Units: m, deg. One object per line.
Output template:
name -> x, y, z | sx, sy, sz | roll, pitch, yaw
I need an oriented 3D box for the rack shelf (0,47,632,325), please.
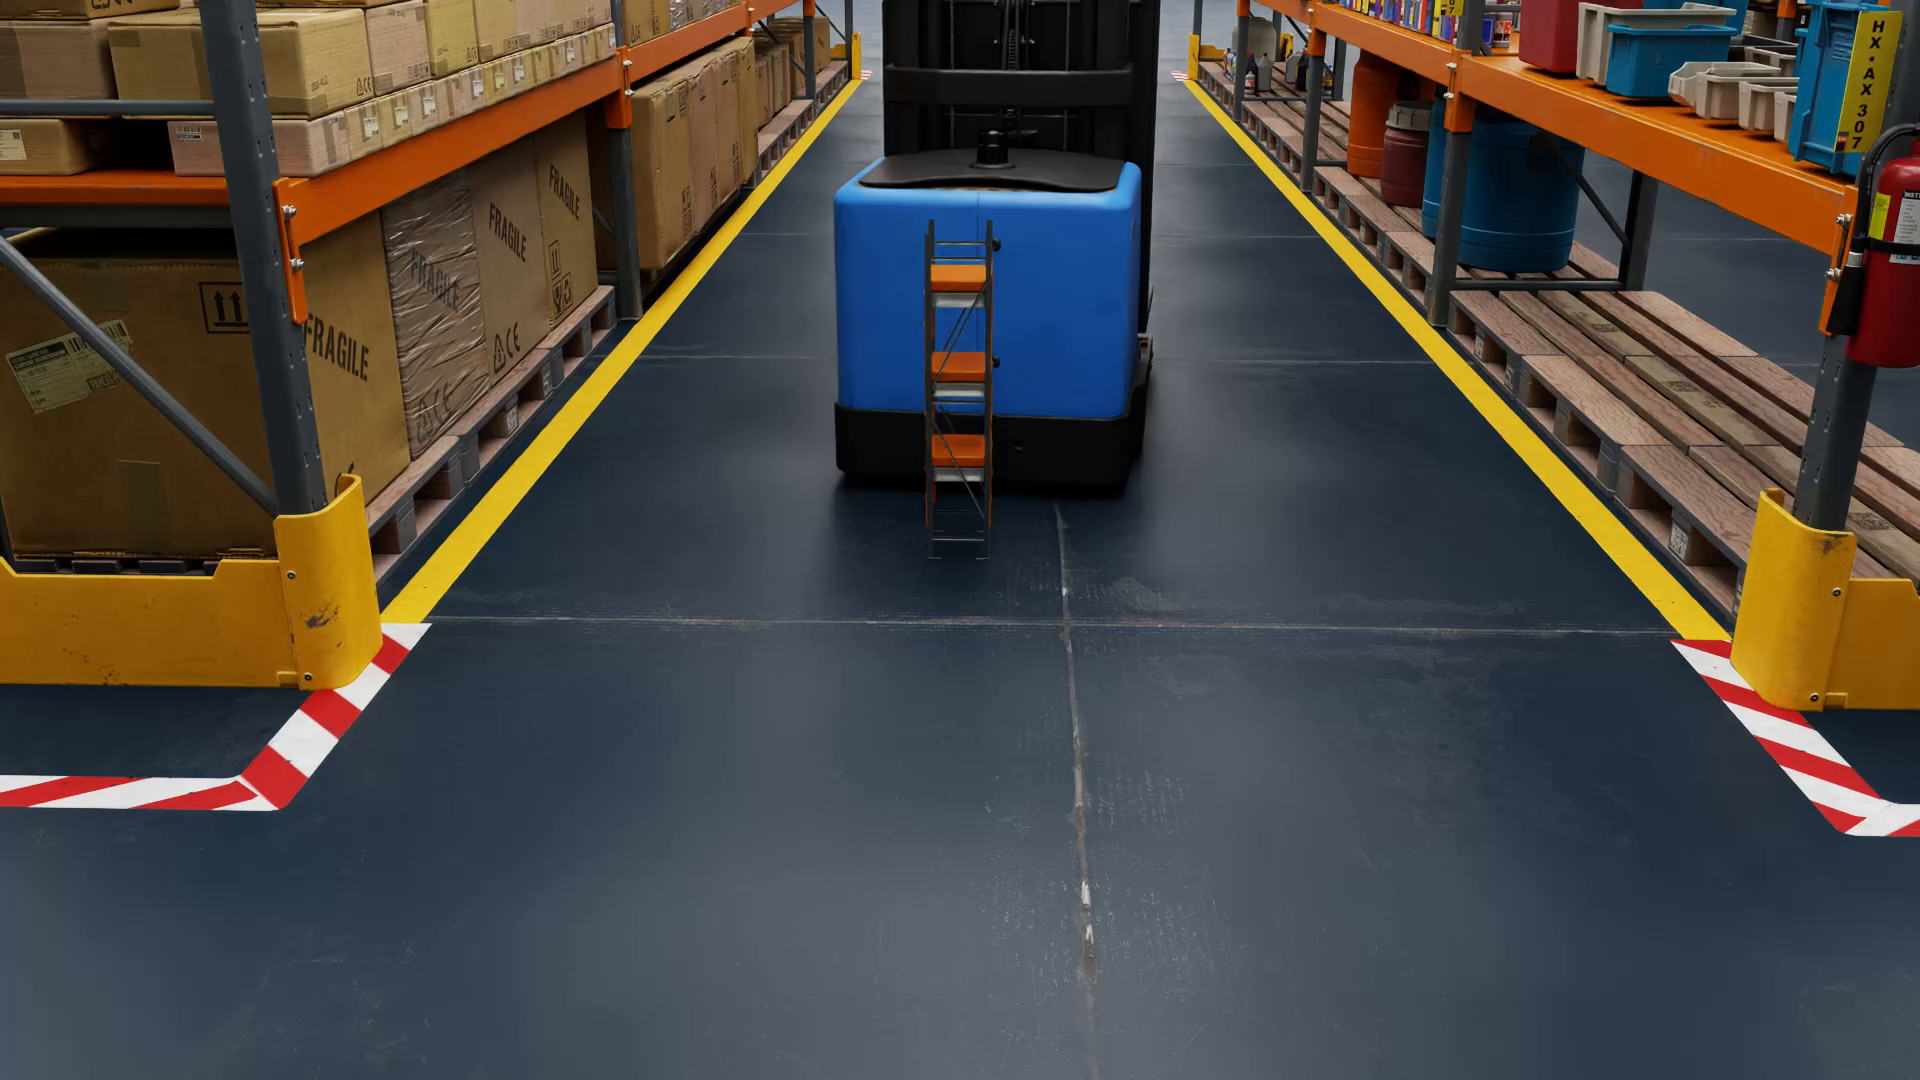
rack shelf -> -2.173, -1.456, 6.130 | 1.077, 0.370, 4.000 | 1, 21, 2

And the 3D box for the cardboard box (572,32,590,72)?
cardboard box -> -1.809, -2.098, 7.137 | 0.380, 0.149, 0.250 | 0, 21, 1

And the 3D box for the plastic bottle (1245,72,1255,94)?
plastic bottle -> 2.782, -4.388, 15.952 | 0.097, 0.201, 0.097 | 0, 21, 0

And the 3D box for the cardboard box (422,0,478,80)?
cardboard box -> -1.921, -1.678, 5.502 | 0.500, 0.250, 0.500 | 0, 21, 0

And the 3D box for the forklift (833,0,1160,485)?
forklift -> 0.272, -2.055, 6.773 | 1.130, 2.935, 3.031 | 3, 21, 8

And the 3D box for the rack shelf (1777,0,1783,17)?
rack shelf -> 8.094, -5.685, 17.028 | 1.077, 0.370, 4.000 | 1, 21, 2

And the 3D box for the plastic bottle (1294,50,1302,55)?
plastic bottle -> 3.551, -4.975, 17.361 | 0.152, 0.276, 0.135 | 1, 21, 2

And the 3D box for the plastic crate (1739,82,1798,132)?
plastic crate -> 2.584, -1.321, 5.068 | 0.396, 0.136, 0.243 | 1, 21, 2

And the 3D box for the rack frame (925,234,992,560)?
rack frame -> -0.005, -0.426, 5.175 | 0.200, 1.050, 0.008 | 1, 21, 2

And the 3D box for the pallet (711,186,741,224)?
pallet -> -2.090, -2.377, 11.363 | 1.003, 0.211, 1.213 | 1, 21, 2

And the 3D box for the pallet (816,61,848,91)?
pallet -> -1.809, -5.233, 18.724 | 1.003, 0.211, 1.213 | 1, 21, 2

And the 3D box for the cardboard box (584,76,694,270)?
cardboard box -> -2.112, -1.952, 8.769 | 1.225, 0.875, 0.875 | 1, 21, 2

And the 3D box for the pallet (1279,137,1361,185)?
pallet -> 3.023, -2.886, 12.676 | 1.003, 0.211, 1.213 | 1, 21, 2

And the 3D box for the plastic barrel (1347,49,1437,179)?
plastic barrel -> 2.963, -2.914, 11.311 | 0.600, 0.830, 0.708 | 1, 21, 2

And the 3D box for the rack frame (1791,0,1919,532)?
rack frame -> 2.717, -1.014, 3.996 | 1.000, 3.000, 0.127 | 1, 21, 2

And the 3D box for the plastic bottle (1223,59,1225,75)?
plastic bottle -> 2.834, -5.010, 17.555 | 0.097, 0.201, 0.097 | 0, 21, 0

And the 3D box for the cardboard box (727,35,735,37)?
cardboard box -> -1.994, -3.785, 12.948 | 0.500, 0.250, 0.500 | 3, 21, 8

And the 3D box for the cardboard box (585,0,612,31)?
cardboard box -> -1.863, -2.421, 7.418 | 0.500, 0.250, 0.500 | 0, 21, 1

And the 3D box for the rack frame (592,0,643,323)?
rack frame -> -2.112, -2.515, 7.864 | 1.000, 3.000, 0.127 | 1, 21, 2

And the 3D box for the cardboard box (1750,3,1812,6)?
cardboard box -> 8.404, -5.267, 17.141 | 0.500, 0.500, 0.500 | 1, 21, 2

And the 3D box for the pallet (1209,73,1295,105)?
pallet -> 3.179, -4.738, 17.447 | 1.003, 0.211, 1.213 | 1, 21, 2

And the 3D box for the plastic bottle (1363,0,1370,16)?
plastic bottle -> 2.553, -3.401, 10.308 | 0.061, 0.283, 0.133 | 1, 21, 2

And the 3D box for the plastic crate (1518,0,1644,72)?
plastic crate -> 2.561, -2.198, 6.876 | 0.402, 0.464, 0.583 | 1, 21, 2

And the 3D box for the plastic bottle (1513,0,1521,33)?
plastic bottle -> 3.110, -2.902, 9.034 | 0.152, 0.276, 0.135 | 1, 21, 2

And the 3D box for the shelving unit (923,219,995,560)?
shelving unit -> -0.002, -0.470, 5.289 | 0.215, 1.050, 0.252 | 1, 21, 2

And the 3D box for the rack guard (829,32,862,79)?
rack guard -> -1.749, -5.661, 19.427 | 1.175, 0.500, 0.348 | 1, 21, 2

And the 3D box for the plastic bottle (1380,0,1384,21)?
plastic bottle -> 2.558, -3.235, 9.897 | 0.097, 0.271, 0.097 | 0, 21, 0

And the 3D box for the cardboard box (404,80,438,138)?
cardboard box -> -1.872, -1.356, 5.224 | 0.380, 0.149, 0.250 | 0, 21, 1

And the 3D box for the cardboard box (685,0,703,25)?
cardboard box -> -1.807, -3.275, 9.684 | 0.500, 0.500, 0.500 | 1, 21, 3

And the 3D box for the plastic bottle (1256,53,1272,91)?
plastic bottle -> 2.958, -4.558, 16.182 | 0.144, 0.351, 0.185 | 1, 21, 2

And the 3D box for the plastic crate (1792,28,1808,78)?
plastic crate -> 3.103, -1.634, 5.743 | 0.416, 0.233, 0.300 | 1, 21, 2

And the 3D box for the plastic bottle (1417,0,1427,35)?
plastic bottle -> 2.554, -2.863, 8.933 | 0.152, 0.276, 0.135 | 1, 21, 2

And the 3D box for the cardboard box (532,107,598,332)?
cardboard box -> -2.212, -1.482, 7.560 | 0.875, 0.875, 0.875 | 1, 21, 2

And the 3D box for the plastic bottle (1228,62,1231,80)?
plastic bottle -> 2.821, -4.852, 17.147 | 0.097, 0.201, 0.097 | 0, 21, 0

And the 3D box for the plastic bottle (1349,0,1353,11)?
plastic bottle -> 2.569, -3.581, 10.773 | 0.061, 0.283, 0.133 | 1, 21, 2

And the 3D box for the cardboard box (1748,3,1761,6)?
cardboard box -> 7.868, -5.273, 17.156 | 0.500, 0.500, 0.500 | 1, 21, 2

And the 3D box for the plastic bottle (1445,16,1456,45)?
plastic bottle -> 2.489, -2.636, 8.338 | 0.061, 0.283, 0.133 | 1, 21, 2

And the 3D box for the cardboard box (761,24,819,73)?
cardboard box -> -1.805, -5.216, 17.700 | 0.500, 0.500, 0.500 | 3, 21, 7

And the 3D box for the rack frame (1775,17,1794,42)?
rack frame -> 8.033, -5.297, 15.034 | 1.000, 3.000, 0.127 | 1, 21, 2

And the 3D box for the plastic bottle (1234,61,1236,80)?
plastic bottle -> 2.829, -4.745, 16.666 | 0.144, 0.351, 0.185 | 1, 21, 1

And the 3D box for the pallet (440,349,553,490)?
pallet -> -2.248, -0.499, 6.522 | 1.003, 0.211, 1.213 | 1, 21, 2

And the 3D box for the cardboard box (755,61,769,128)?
cardboard box -> -1.975, -3.649, 13.635 | 0.700, 0.500, 0.500 | 2, 21, 6

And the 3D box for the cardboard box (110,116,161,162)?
cardboard box -> -2.546, -1.178, 4.765 | 0.380, 0.149, 0.250 | 1, 21, 2

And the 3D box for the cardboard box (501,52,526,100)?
cardboard box -> -1.841, -1.727, 6.181 | 0.380, 0.149, 0.250 | 1, 21, 3

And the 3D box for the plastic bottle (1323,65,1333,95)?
plastic bottle -> 3.530, -4.397, 15.877 | 0.097, 0.271, 0.097 | 0, 21, 0

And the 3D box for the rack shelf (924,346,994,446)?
rack shelf -> -0.002, -0.460, 5.293 | 0.215, 0.259, 0.240 | 1, 21, 2

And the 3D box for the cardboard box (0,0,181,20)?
cardboard box -> -2.481, -1.666, 4.436 | 0.500, 0.500, 0.500 | 1, 21, 2

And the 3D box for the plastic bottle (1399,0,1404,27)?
plastic bottle -> 2.541, -3.003, 9.397 | 0.097, 0.201, 0.097 | 0, 21, 0

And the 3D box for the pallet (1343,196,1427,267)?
pallet -> 2.938, -1.881, 10.086 | 1.003, 0.211, 1.213 | 1, 21, 2
